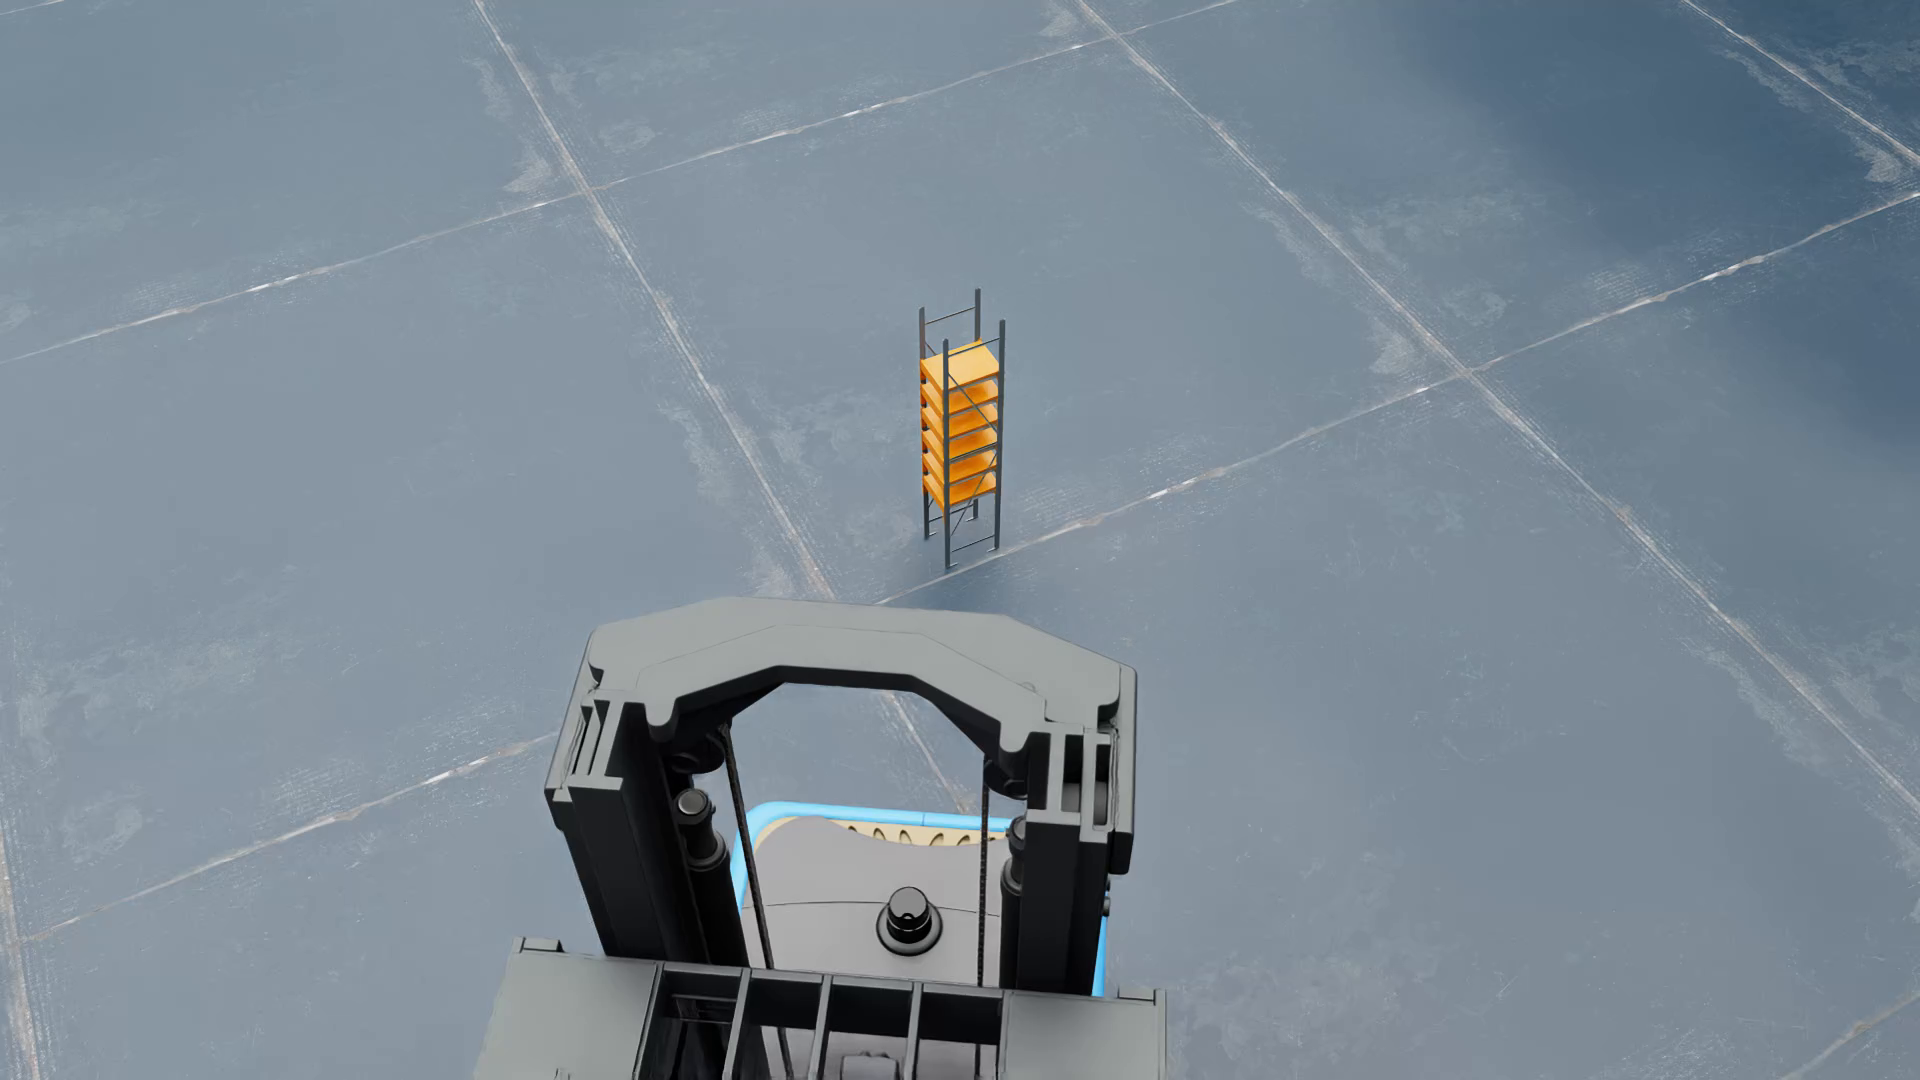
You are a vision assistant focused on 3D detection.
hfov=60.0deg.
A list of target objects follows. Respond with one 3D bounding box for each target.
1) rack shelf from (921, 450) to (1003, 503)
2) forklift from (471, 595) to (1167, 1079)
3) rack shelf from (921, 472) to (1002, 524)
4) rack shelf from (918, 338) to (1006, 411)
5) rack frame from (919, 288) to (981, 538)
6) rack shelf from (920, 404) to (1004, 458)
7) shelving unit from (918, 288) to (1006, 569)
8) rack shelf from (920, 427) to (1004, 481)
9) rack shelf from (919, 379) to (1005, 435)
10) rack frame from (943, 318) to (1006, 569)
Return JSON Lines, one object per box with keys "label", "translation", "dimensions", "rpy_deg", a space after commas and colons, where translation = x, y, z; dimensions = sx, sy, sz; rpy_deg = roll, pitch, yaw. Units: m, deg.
{"label": "rack shelf", "translation": [0.007, -0.277, 6.306], "dimensions": [0.258, 0.103, 0.180], "rpy_deg": [-21, 52, -18]}
{"label": "forklift", "translation": [-0.230, 1.599, 3.297], "dimensions": [1.130, 2.935, 3.031], "rpy_deg": [4, 49, 3]}
{"label": "rack shelf", "translation": [0.007, -0.198, 6.397], "dimensions": [0.258, 0.103, 0.180], "rpy_deg": [-21, 52, -18]}
{"label": "rack shelf", "translation": [0.007, -0.593, 5.945], "dimensions": [0.258, 0.103, 0.180], "rpy_deg": [-21, 52, -18]}
{"label": "rack frame", "translation": [-0.035, -0.447, 6.236], "dimensions": [0.240, 1.200, 0.006], "rpy_deg": [-21, 52, -18]}
{"label": "rack shelf", "translation": [0.007, -0.435, 6.126], "dimensions": [0.258, 0.103, 0.180], "rpy_deg": [-21, 52, -18]}
{"label": "shelving unit", "translation": [0.007, -0.385, 6.183], "dimensions": [0.258, 1.200, 0.189], "rpy_deg": [-21, 52, -18]}
{"label": "rack shelf", "translation": [0.007, -0.356, 6.216], "dimensions": [0.258, 0.103, 0.180], "rpy_deg": [-21, 52, -18]}
{"label": "rack shelf", "translation": [0.007, -0.514, 6.035], "dimensions": [0.258, 0.103, 0.180], "rpy_deg": [-21, 52, -18]}
{"label": "rack frame", "translation": [0.049, -0.324, 6.129], "dimensions": [0.240, 1.200, 0.006], "rpy_deg": [-21, 52, -18]}
